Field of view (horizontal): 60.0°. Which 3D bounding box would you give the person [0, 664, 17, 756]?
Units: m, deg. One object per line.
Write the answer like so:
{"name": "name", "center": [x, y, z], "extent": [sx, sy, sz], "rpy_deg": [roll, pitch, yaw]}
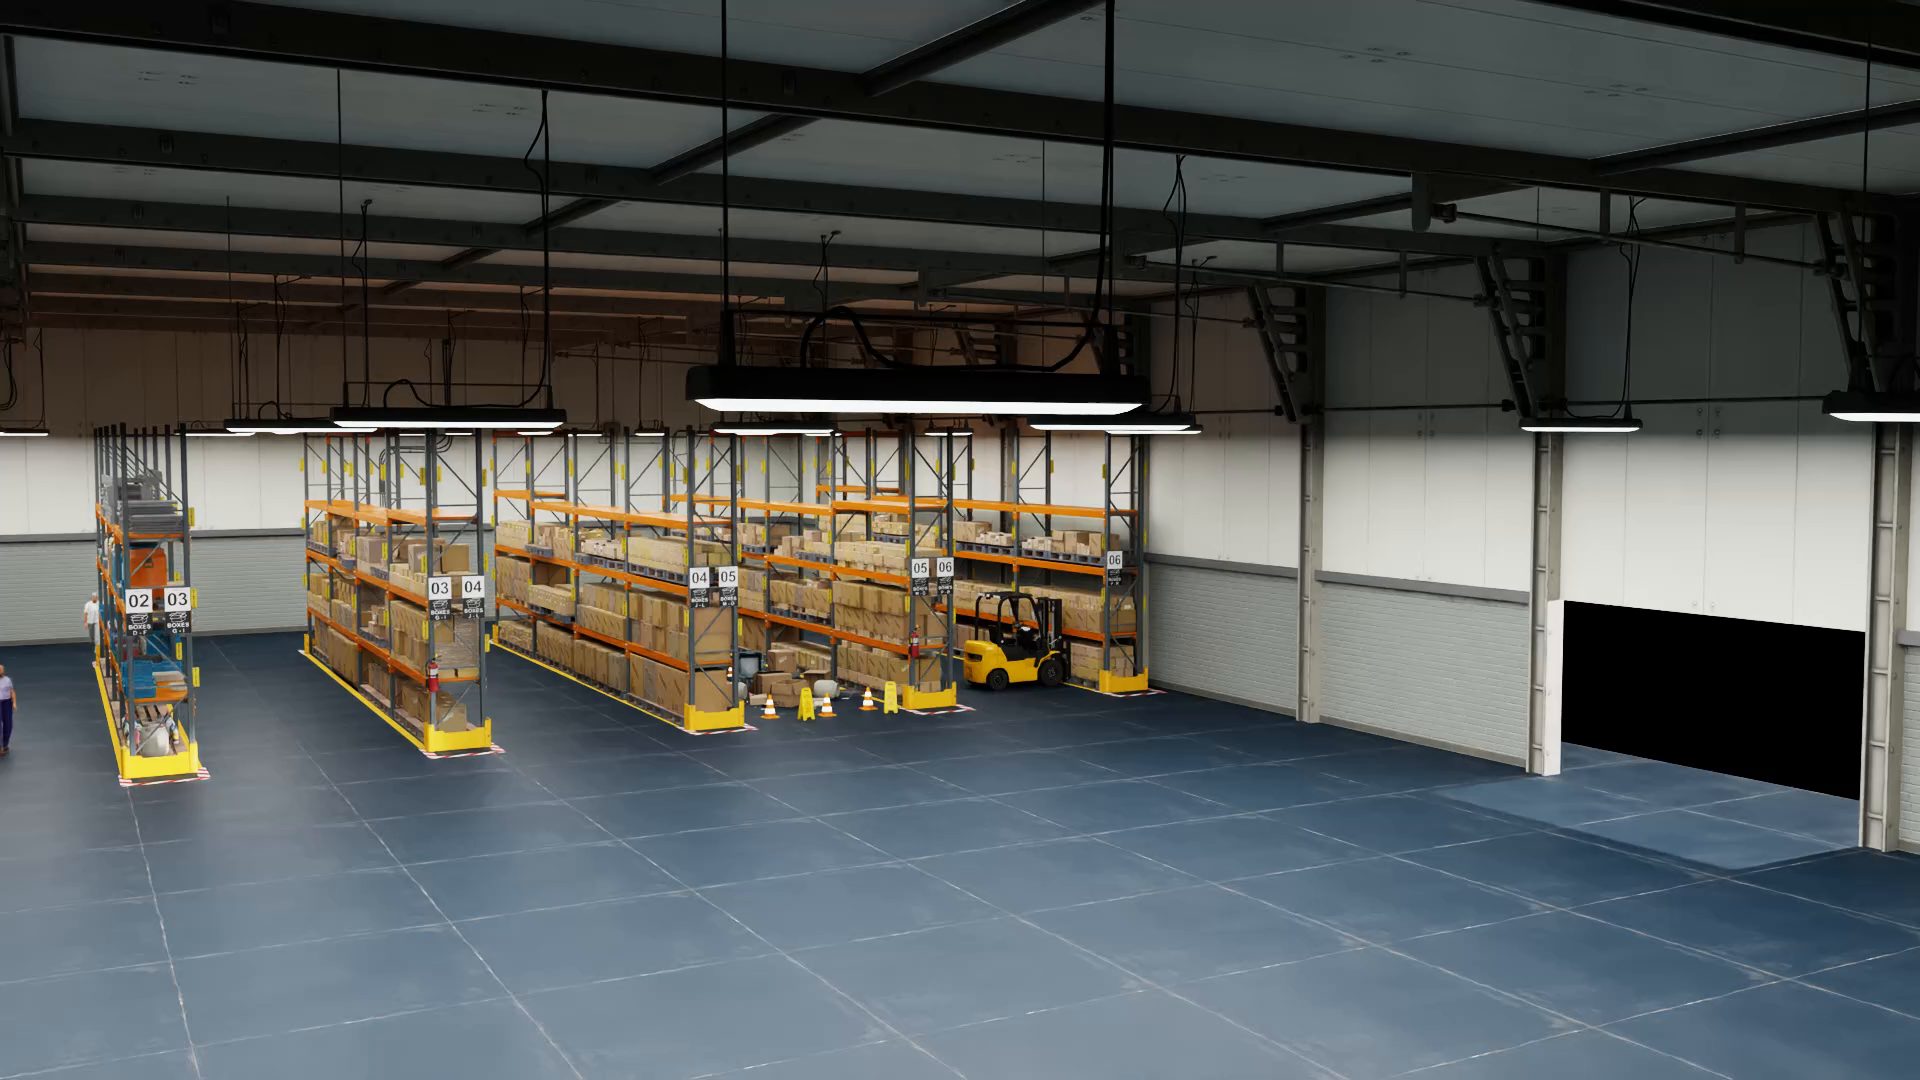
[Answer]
{"name": "person", "center": [-17.500, 3.087, 30.414], "extent": [0.746, 1.640, 0.509], "rpy_deg": [3, 4, 36]}

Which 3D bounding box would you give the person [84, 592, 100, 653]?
{"name": "person", "center": [-23.198, 2.201, 44.614], "extent": [0.493, 1.611, 0.996], "rpy_deg": [-1, 4, -11]}

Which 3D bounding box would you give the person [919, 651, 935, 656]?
{"name": "person", "center": [-0.792, 2.458, 40.004], "extent": [0.477, 1.642, 0.719], "rpy_deg": [-2, 4, -34]}
